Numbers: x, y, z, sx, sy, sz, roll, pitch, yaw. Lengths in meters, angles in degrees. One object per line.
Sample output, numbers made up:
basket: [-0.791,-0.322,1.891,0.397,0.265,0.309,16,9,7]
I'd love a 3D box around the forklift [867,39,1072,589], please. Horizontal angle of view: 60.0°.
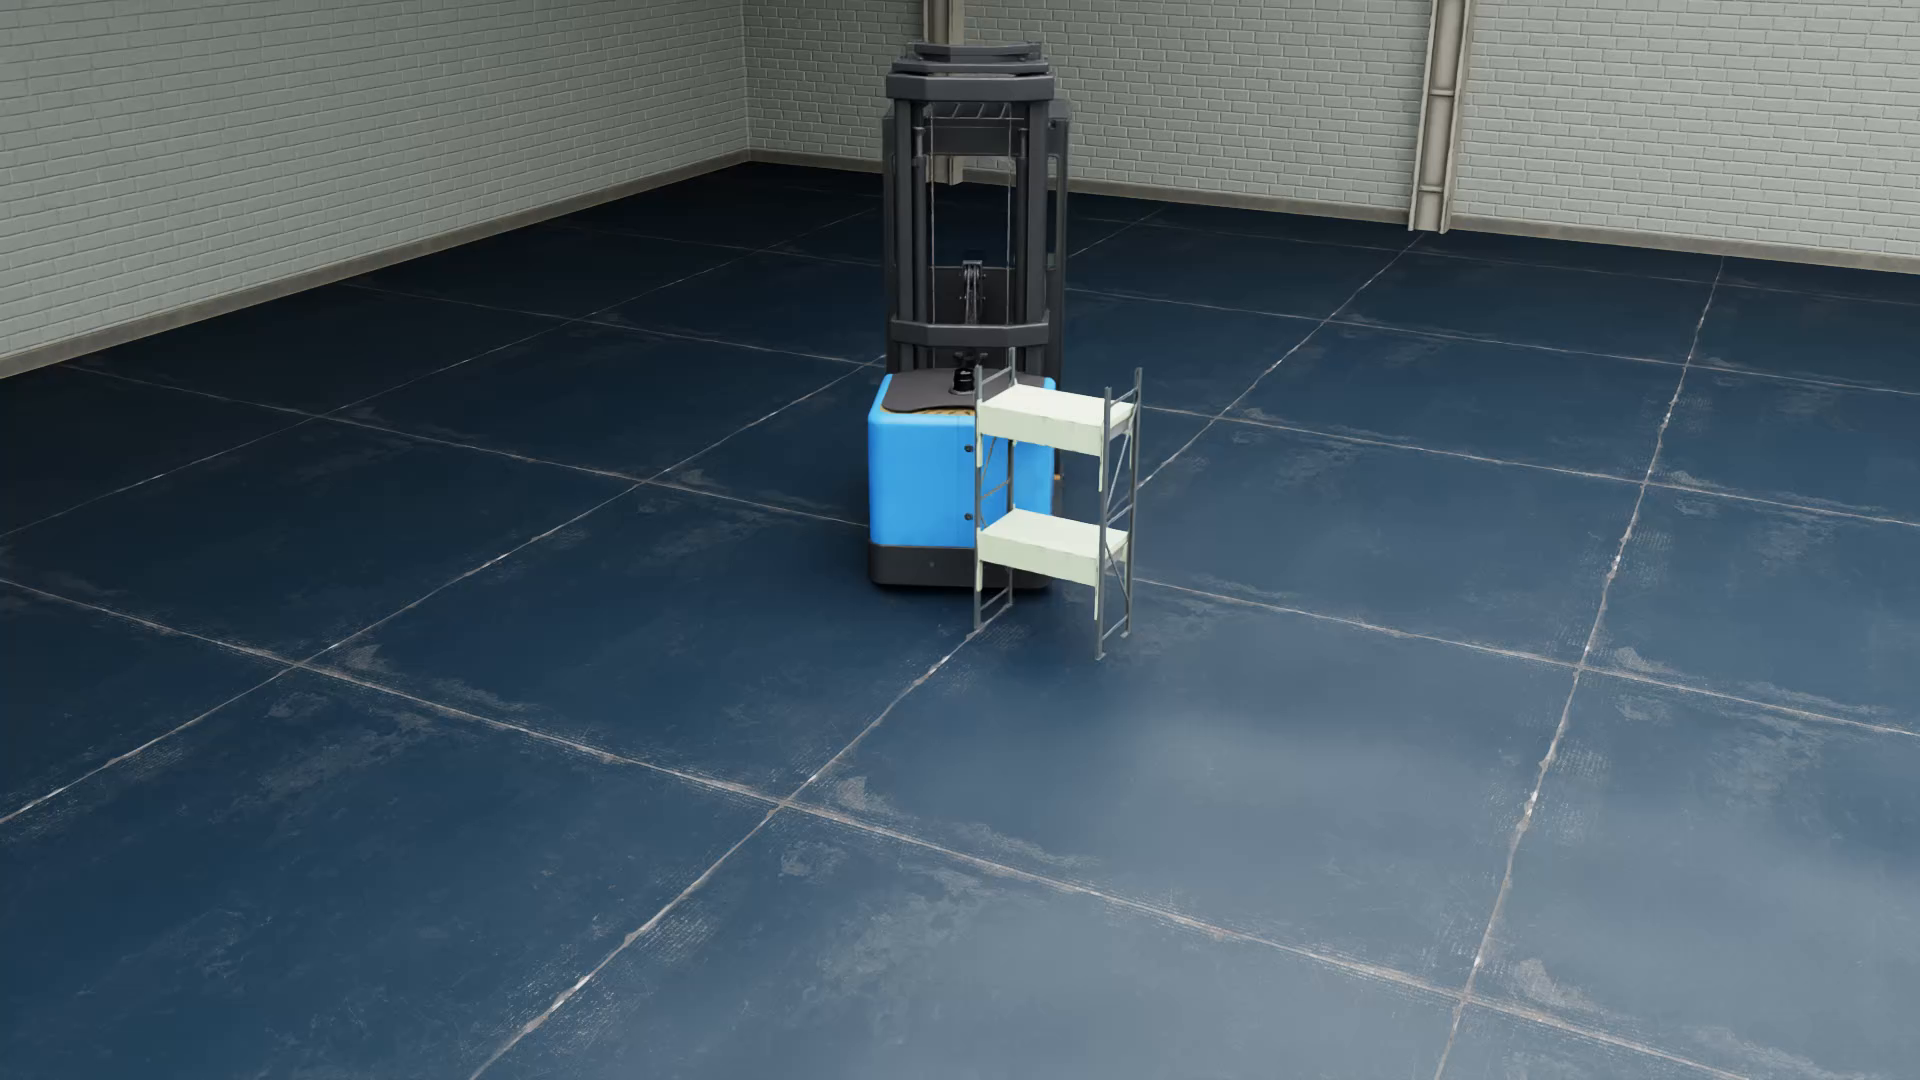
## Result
forklift: [0.112,-1.608,10.287,1.130,2.935,3.031,2,23,4]

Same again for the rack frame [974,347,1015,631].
rack frame: [0.185,-0.264,8.955,0.023,1.500,0.400,13,26,27]

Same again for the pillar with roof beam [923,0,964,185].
pillar with roof beam: [-2.141,-7.116,15.485,0.400,9.000,9.100,11,25,25]

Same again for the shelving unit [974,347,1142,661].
shelving unit: [0.502,-0.193,8.787,0.755,1.500,0.431,13,26,27]

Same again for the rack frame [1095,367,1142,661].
rack frame: [0.820,-0.122,8.619,0.023,1.500,0.400,13,26,27]

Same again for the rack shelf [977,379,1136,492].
rack shelf: [0.502,-0.552,8.635,0.720,0.370,0.431,13,26,27]

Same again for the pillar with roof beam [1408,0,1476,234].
pillar with roof beam: [3.214,-6.057,12.993,0.400,9.000,9.100,11,25,25]

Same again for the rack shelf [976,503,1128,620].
rack shelf: [0.502,0.107,8.915,0.720,0.370,0.431,13,26,27]
